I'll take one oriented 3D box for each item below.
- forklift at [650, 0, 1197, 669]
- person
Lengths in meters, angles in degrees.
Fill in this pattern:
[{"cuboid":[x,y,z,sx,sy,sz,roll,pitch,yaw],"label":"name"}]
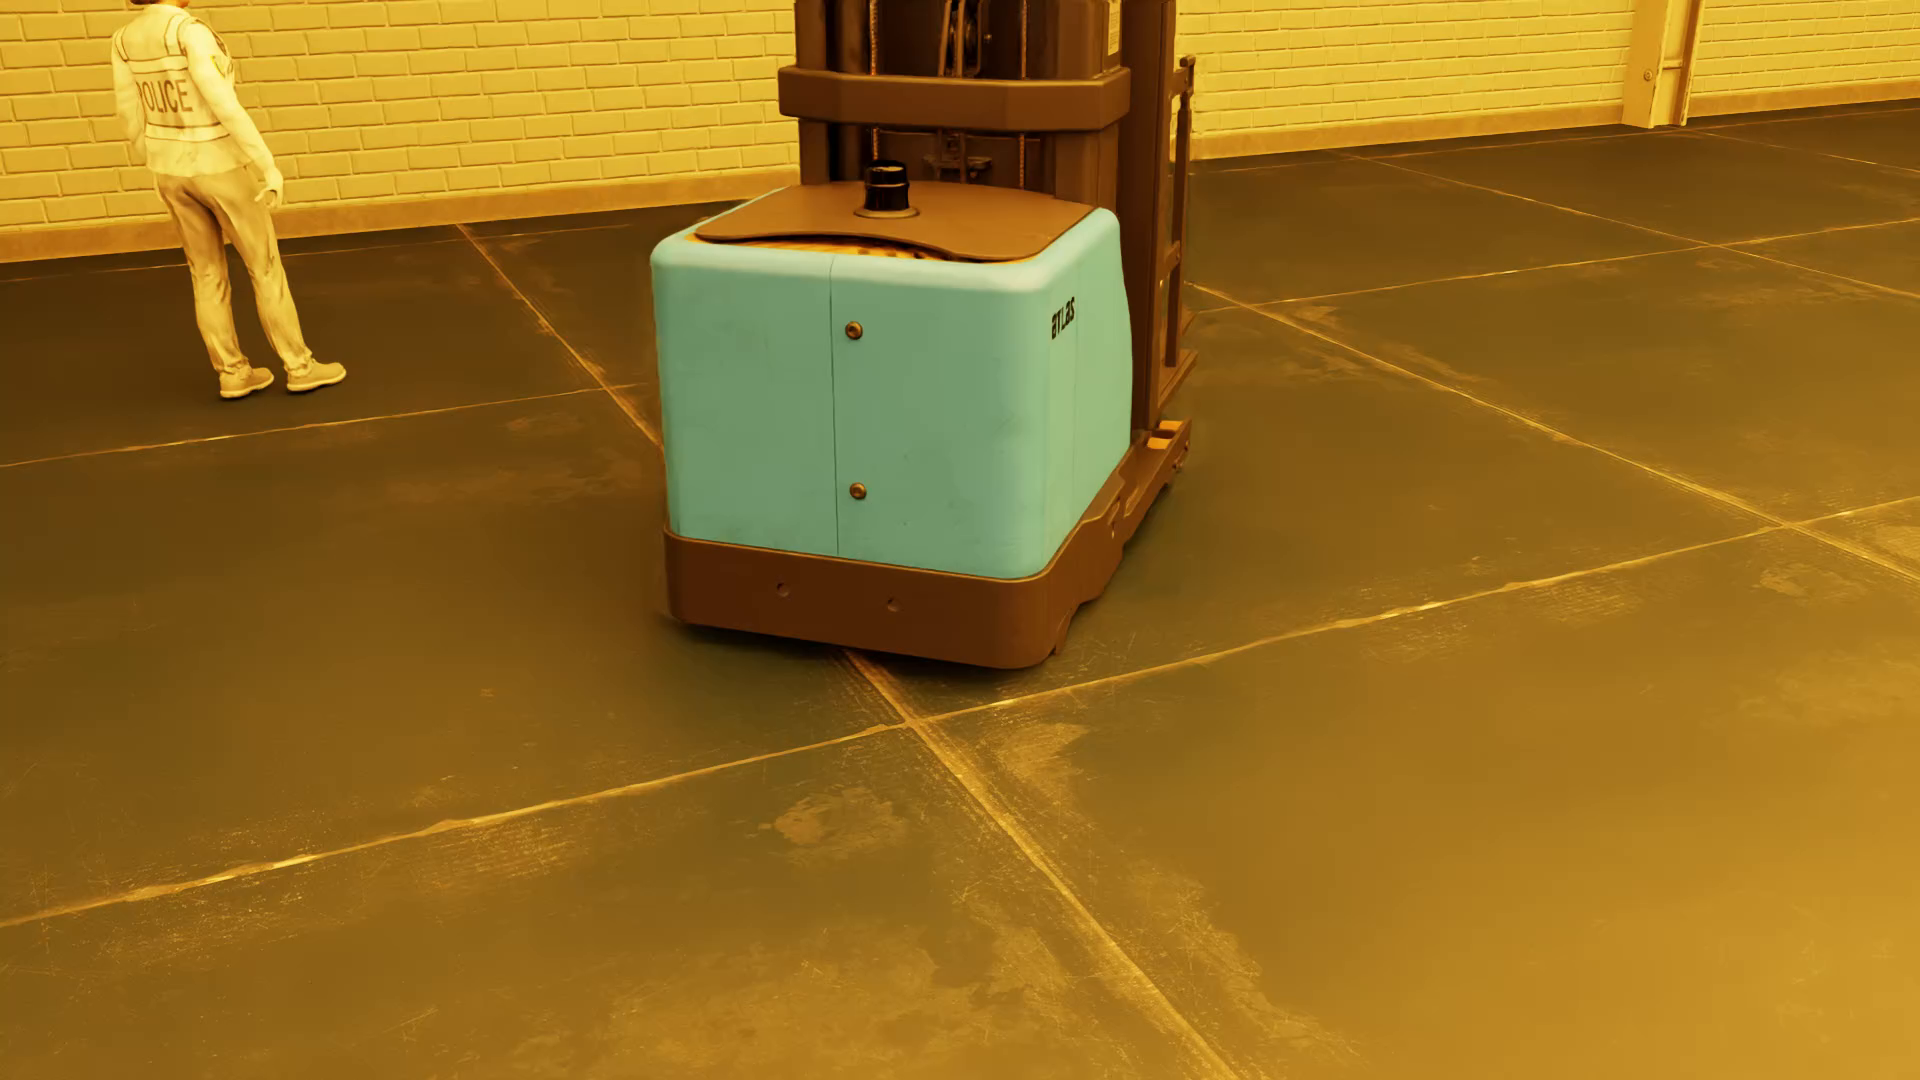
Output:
[{"cuboid":[0.159,-1.569,5.062,1.130,2.935,3.031,7,24,17],"label":"forklift"},{"cuboid":[-2.763,-1.376,6.211,0.601,1.697,0.509,7,24,17],"label":"person"}]
